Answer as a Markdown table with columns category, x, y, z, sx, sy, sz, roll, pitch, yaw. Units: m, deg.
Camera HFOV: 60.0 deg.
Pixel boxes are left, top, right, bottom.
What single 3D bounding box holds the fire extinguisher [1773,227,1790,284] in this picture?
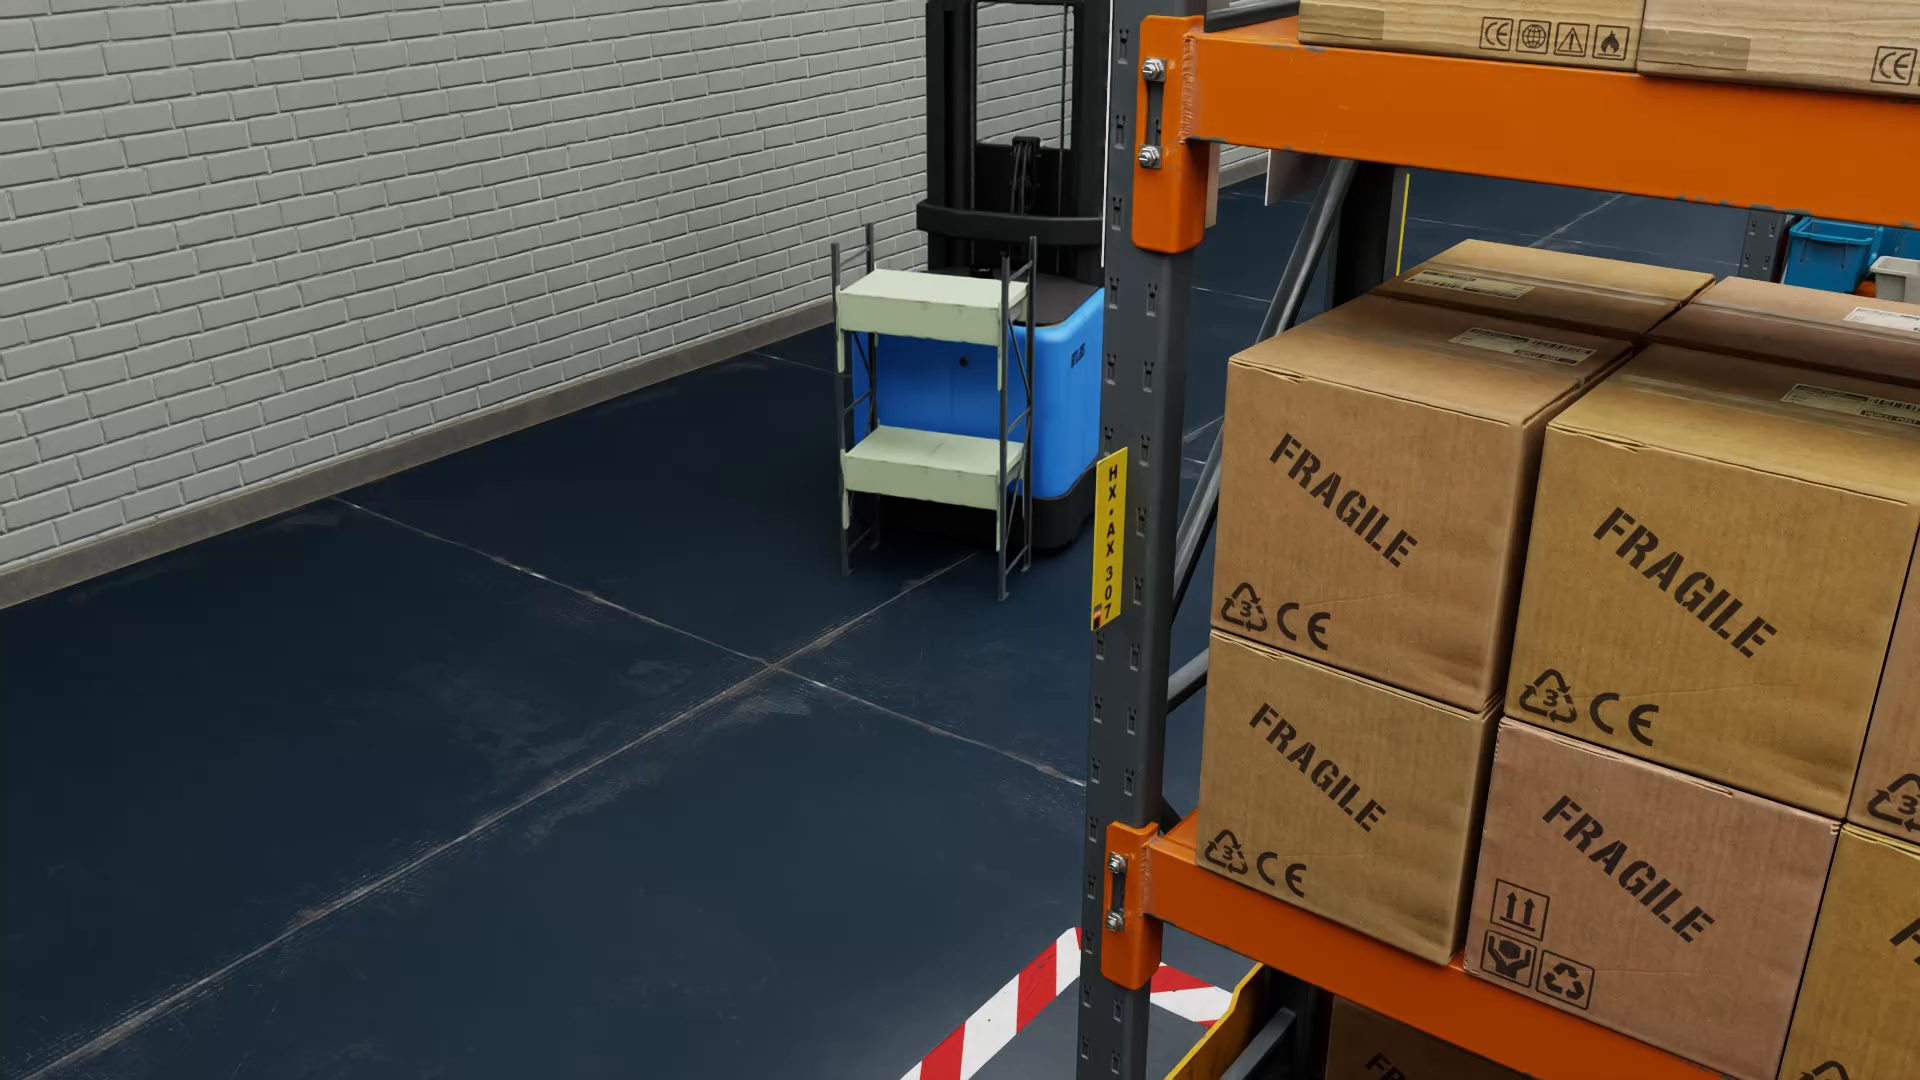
| category | x | y | z | sx | sy | sz | roll | pitch | yaw |
| --- | --- | --- | --- | --- | --- | --- | --- | --- | --- |
| fire extinguisher | 3.718 | -1.353 | 7.660 | 0.183 | 0.674 | 0.296 | 17 | 29 | 33 |

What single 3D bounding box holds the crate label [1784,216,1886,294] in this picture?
| category | x | y | z | sx | sy | sz | roll | pitch | yaw |
| --- | --- | --- | --- | --- | --- | --- | --- | --- | --- |
| crate label | 3.566 | -1.161 | 6.798 | 0.303 | 0.233 | 0.416 | 17 | 29 | 33 |

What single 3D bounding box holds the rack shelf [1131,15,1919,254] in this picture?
| category | x | y | z | sx | sy | sz | roll | pitch | yaw |
| --- | --- | --- | --- | --- | --- | --- | --- | --- | --- |
| rack shelf | 2.192 | -0.339 | 1.971 | 4.000 | 0.370 | 1.077 | 17 | 29 | 33 |

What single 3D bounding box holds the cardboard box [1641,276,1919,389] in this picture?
| category | x | y | z | sx | sy | sz | roll | pitch | yaw |
| --- | --- | --- | --- | --- | --- | --- | --- | --- | --- |
| cardboard box | 1.518 | -0.141 | 2.987 | 0.500 | 0.500 | 0.500 | 18 | 29 | 35 |

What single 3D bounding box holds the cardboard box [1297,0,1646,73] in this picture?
| category | x | y | z | sx | sy | sz | roll | pitch | yaw |
| --- | --- | --- | --- | --- | --- | --- | --- | --- | --- |
| cardboard box | 0.851 | -0.877 | 2.485 | 0.500 | 0.250 | 0.500 | 17 | 29 | 33 |

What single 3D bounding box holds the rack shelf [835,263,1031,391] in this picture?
| category | x | y | z | sx | sy | sz | roll | pitch | yaw |
| --- | --- | --- | --- | --- | --- | --- | --- | --- | --- |
| rack shelf | -0.104 | -0.903 | 6.970 | 0.720 | 0.370 | 0.431 | 8 | 25 | 18 |

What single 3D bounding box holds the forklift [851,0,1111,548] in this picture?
| category | x | y | z | sx | sy | sz | roll | pitch | yaw |
| --- | --- | --- | --- | --- | --- | --- | --- | --- | --- |
| forklift | 0.473 | -1.871 | 8.362 | 1.130 | 2.935 | 3.031 | 8 | 25 | 18 |

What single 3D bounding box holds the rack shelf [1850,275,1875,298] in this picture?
| category | x | y | z | sx | sy | sz | roll | pitch | yaw |
| --- | --- | --- | --- | --- | --- | --- | --- | --- | --- |
| rack shelf | 5.166 | -0.563 | 6.201 | 4.000 | 0.370 | 1.077 | 17 | 29 | 33 |

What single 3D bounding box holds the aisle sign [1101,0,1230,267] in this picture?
| category | x | y | z | sx | sy | sz | roll | pitch | yaw |
| --- | --- | --- | --- | --- | --- | --- | --- | --- | --- |
| aisle sign | 0.361 | -0.890 | 2.826 | 0.004 | 0.787 | 0.394 | 17 | 29 | 33 |

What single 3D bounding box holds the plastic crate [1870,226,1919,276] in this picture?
| category | x | y | z | sx | sy | sz | roll | pitch | yaw |
| --- | --- | --- | --- | --- | --- | --- | --- | --- | --- |
| plastic crate | 3.946 | -1.399 | 7.087 | 0.499 | 0.435 | 0.616 | 17 | 29 | 33 |

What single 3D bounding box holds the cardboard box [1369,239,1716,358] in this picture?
| category | x | y | z | sx | sy | sz | roll | pitch | yaw |
| --- | --- | --- | --- | --- | --- | --- | --- | --- | --- |
| cardboard box | 1.113 | -0.263 | 3.263 | 0.500 | 0.500 | 0.500 | 17 | 29 | 33 |

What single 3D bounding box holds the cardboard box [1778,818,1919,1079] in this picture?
| category | x | y | z | sx | sy | sz | roll | pitch | yaw |
| --- | --- | --- | --- | --- | --- | --- | --- | --- | --- |
| cardboard box | 1.605 | 0.613 | 2.514 | 0.500 | 0.500 | 0.500 | 17 | 29 | 33 |

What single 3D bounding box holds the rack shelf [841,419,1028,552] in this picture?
| category | x | y | z | sx | sy | sz | roll | pitch | yaw |
| --- | --- | --- | --- | --- | --- | --- | --- | --- | --- |
| rack shelf | -0.103 | -0.247 | 7.259 | 0.720 | 0.370 | 0.431 | 8 | 25 | 18 |

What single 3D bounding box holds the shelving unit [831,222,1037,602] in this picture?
| category | x | y | z | sx | sy | sz | roll | pitch | yaw |
| --- | --- | --- | --- | --- | --- | --- | --- | --- | --- |
| shelving unit | -0.104 | -0.546 | 7.128 | 0.755 | 1.500 | 0.431 | 8 | 25 | 18 |

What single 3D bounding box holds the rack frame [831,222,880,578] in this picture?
| category | x | y | z | sx | sy | sz | roll | pitch | yaw |
| --- | --- | --- | --- | --- | --- | --- | --- | --- | --- |
| rack frame | -0.448 | -0.595 | 7.241 | 0.023 | 1.500 | 0.400 | 8 | 25 | 18 |

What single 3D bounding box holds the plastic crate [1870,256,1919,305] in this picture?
| category | x | y | z | sx | sy | sz | roll | pitch | yaw |
| --- | --- | --- | --- | --- | --- | --- | --- | --- | --- |
| plastic crate | 3.773 | -1.013 | 6.581 | 0.298 | 0.136 | 0.250 | 17 | 29 | 33 |

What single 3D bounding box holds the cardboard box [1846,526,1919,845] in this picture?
| category | x | y | z | sx | sy | sz | roll | pitch | yaw |
| --- | --- | --- | --- | --- | --- | --- | --- | --- | --- |
| cardboard box | 1.609 | 0.157 | 2.310 | 0.500 | 0.500 | 0.500 | 17 | 29 | 34 |

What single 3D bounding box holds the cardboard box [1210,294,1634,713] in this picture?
| category | x | y | z | sx | sy | sz | roll | pitch | yaw |
| --- | --- | --- | --- | --- | --- | --- | --- | --- | --- |
| cardboard box | 0.789 | -0.090 | 2.870 | 0.500 | 0.500 | 0.500 | 18 | 29 | 35 |

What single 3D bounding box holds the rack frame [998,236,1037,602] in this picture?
| category | x | y | z | sx | sy | sz | roll | pitch | yaw |
| --- | --- | --- | --- | --- | --- | --- | --- | --- | --- |
| rack frame | 0.241 | -0.496 | 7.014 | 0.023 | 1.500 | 0.400 | 8 | 25 | 18 |

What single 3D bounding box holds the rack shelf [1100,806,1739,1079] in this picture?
| category | x | y | z | sx | sy | sz | roll | pitch | yaw |
| --- | --- | --- | --- | --- | --- | --- | --- | --- | --- |
| rack shelf | 2.192 | 1.034 | 2.575 | 4.000 | 0.370 | 1.077 | 17 | 29 | 33 |

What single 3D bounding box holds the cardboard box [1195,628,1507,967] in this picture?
| category | x | y | z | sx | sy | sz | roll | pitch | yaw |
| --- | --- | --- | --- | --- | --- | --- | --- | --- | --- |
| cardboard box | 0.789 | 0.368 | 3.071 | 0.500 | 0.500 | 0.500 | 18 | 29 | 34 |

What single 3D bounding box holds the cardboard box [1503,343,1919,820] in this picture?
| category | x | y | z | sx | sy | sz | roll | pitch | yaw |
| --- | --- | --- | --- | --- | --- | --- | --- | --- | --- |
| cardboard box | 1.212 | 0.034 | 2.588 | 0.500 | 0.500 | 0.500 | 17 | 29 | 34 |

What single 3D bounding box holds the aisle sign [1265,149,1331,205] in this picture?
| category | x | y | z | sx | sy | sz | roll | pitch | yaw |
| --- | --- | --- | --- | --- | --- | --- | --- | --- | --- |
| aisle sign | 0.721 | -1.084 | 3.266 | 0.004 | 0.787 | 0.394 | 17 | 29 | 33 |

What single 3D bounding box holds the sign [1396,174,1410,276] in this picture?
| category | x | y | z | sx | sy | sz | roll | pitch | yaw |
| --- | --- | --- | --- | --- | --- | --- | --- | --- | --- |
| sign | 0.941 | -0.628 | 3.626 | 0.005 | 0.325 | 0.100 | 17 | 29 | 33 |

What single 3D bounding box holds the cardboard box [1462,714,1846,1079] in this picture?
| category | x | y | z | sx | sy | sz | roll | pitch | yaw |
| --- | --- | --- | --- | --- | --- | --- | --- | --- | --- |
| cardboard box | 1.205 | 0.491 | 2.792 | 0.500 | 0.500 | 0.500 | 16 | 29 | 33 |

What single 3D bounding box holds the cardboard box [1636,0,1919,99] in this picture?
| category | x | y | z | sx | sy | sz | roll | pitch | yaw |
| --- | --- | --- | --- | --- | --- | --- | --- | --- | --- |
| cardboard box | 1.243 | -0.752 | 2.202 | 0.500 | 0.250 | 0.500 | 17 | 29 | 33 |

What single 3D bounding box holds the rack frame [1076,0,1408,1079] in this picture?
| category | x | y | z | sx | sy | sz | roll | pitch | yaw |
| --- | --- | --- | --- | --- | --- | --- | --- | --- | --- |
| rack frame | 0.592 | 0.221 | 3.528 | 0.127 | 3.000 | 1.000 | 17 | 29 | 33 |

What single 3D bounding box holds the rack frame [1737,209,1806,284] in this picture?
| category | x | y | z | sx | sy | sz | roll | pitch | yaw |
| --- | --- | --- | --- | --- | --- | --- | --- | --- | --- |
| rack frame | 3.566 | -1.376 | 7.153 | 0.127 | 3.000 | 1.000 | 17 | 29 | 33 |

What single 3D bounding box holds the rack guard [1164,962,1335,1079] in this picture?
| category | x | y | z | sx | sy | sz | roll | pitch | yaw |
| --- | --- | --- | --- | --- | --- | --- | --- | --- | --- |
| rack guard | 0.653 | 1.383 | 3.990 | 0.348 | 0.500 | 1.175 | 17 | 29 | 33 |

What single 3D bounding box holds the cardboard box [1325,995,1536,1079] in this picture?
| category | x | y | z | sx | sy | sz | roll | pitch | yaw |
| --- | --- | --- | --- | --- | --- | --- | --- | --- | --- |
| cardboard box | 1.175 | 1.216 | 3.825 | 0.500 | 0.500 | 0.500 | 17 | 29 | 33 |

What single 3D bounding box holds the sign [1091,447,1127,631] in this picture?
| category | x | y | z | sx | sy | sz | roll | pitch | yaw |
| --- | --- | --- | --- | --- | --- | --- | --- | --- | --- |
| sign | 0.267 | 0.000 | 2.956 | 0.005 | 0.325 | 0.100 | 17 | 29 | 33 |
